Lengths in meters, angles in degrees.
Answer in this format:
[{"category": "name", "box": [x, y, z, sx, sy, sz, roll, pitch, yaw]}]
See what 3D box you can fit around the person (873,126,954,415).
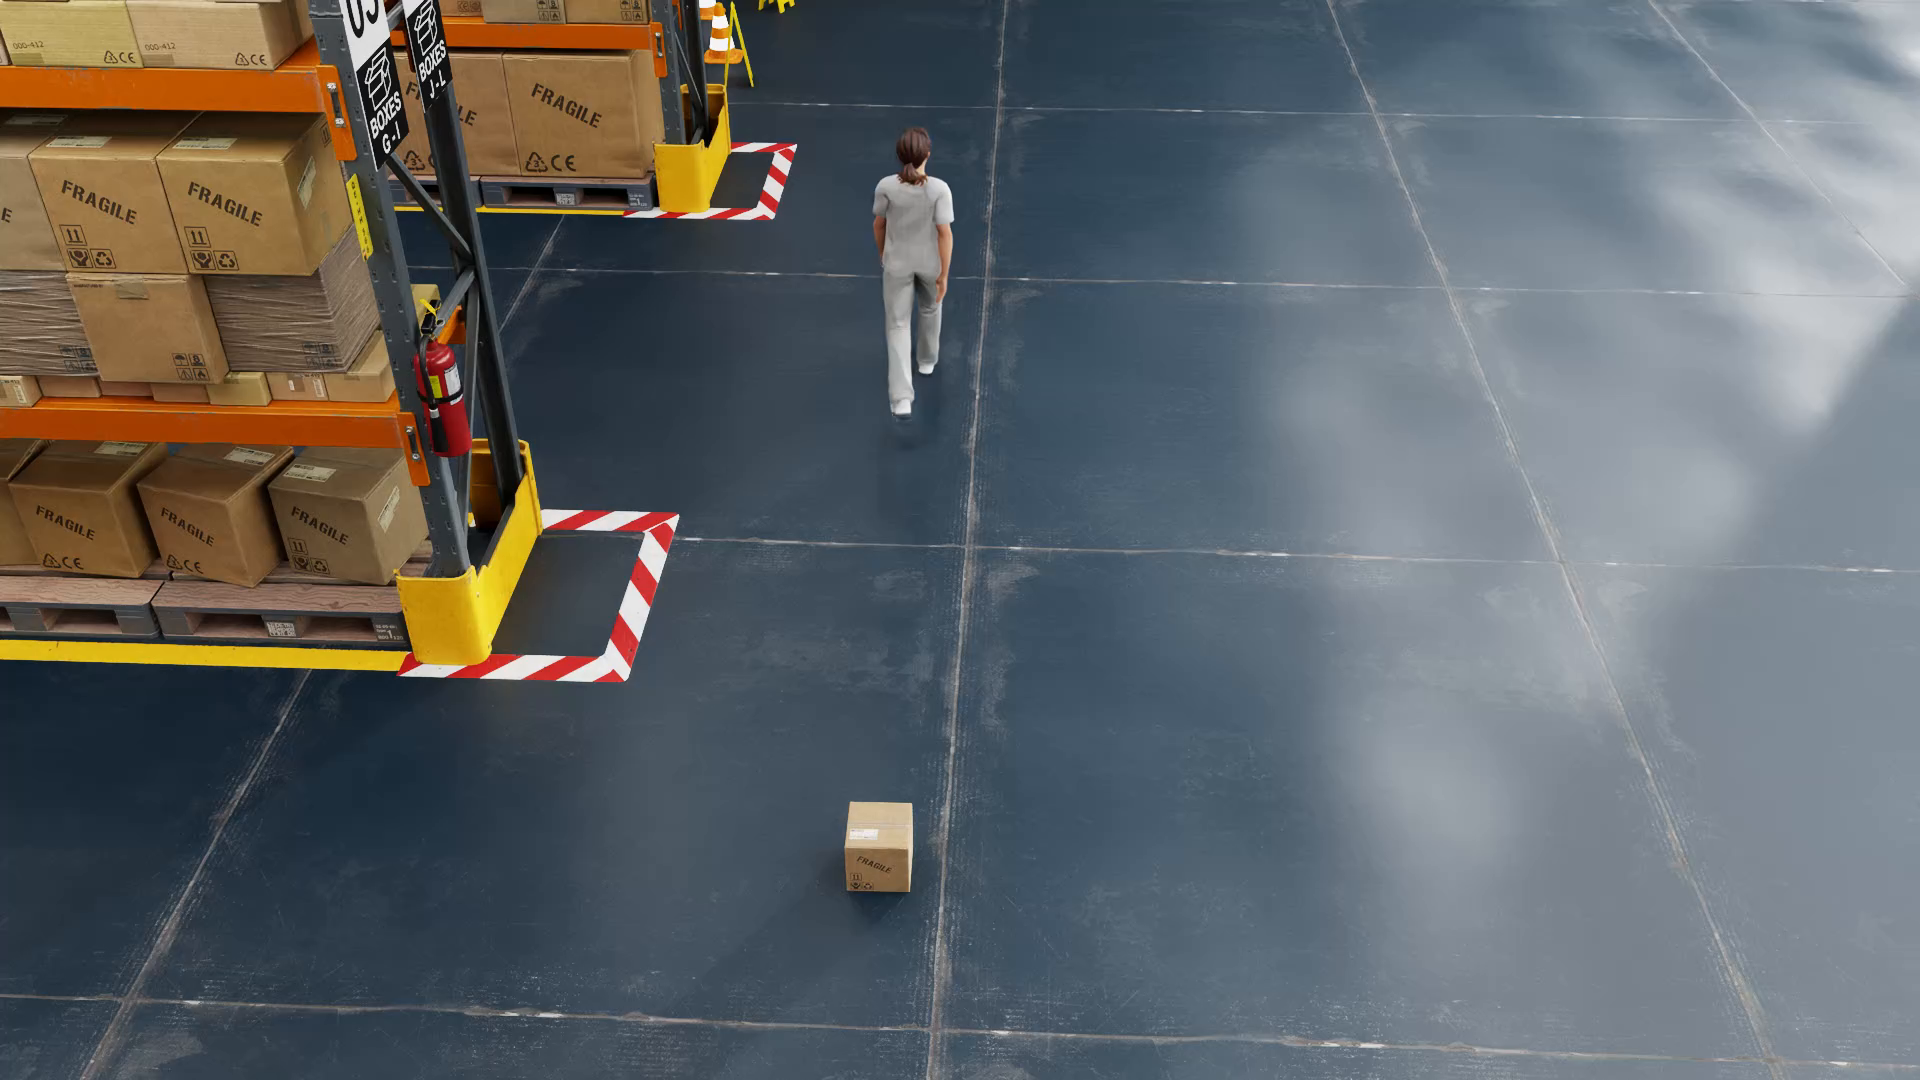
[{"category": "person", "box": [-0.256, -1.519, 9.220, 0.442, 1.625, 1.015, -1, 36, -1]}]
